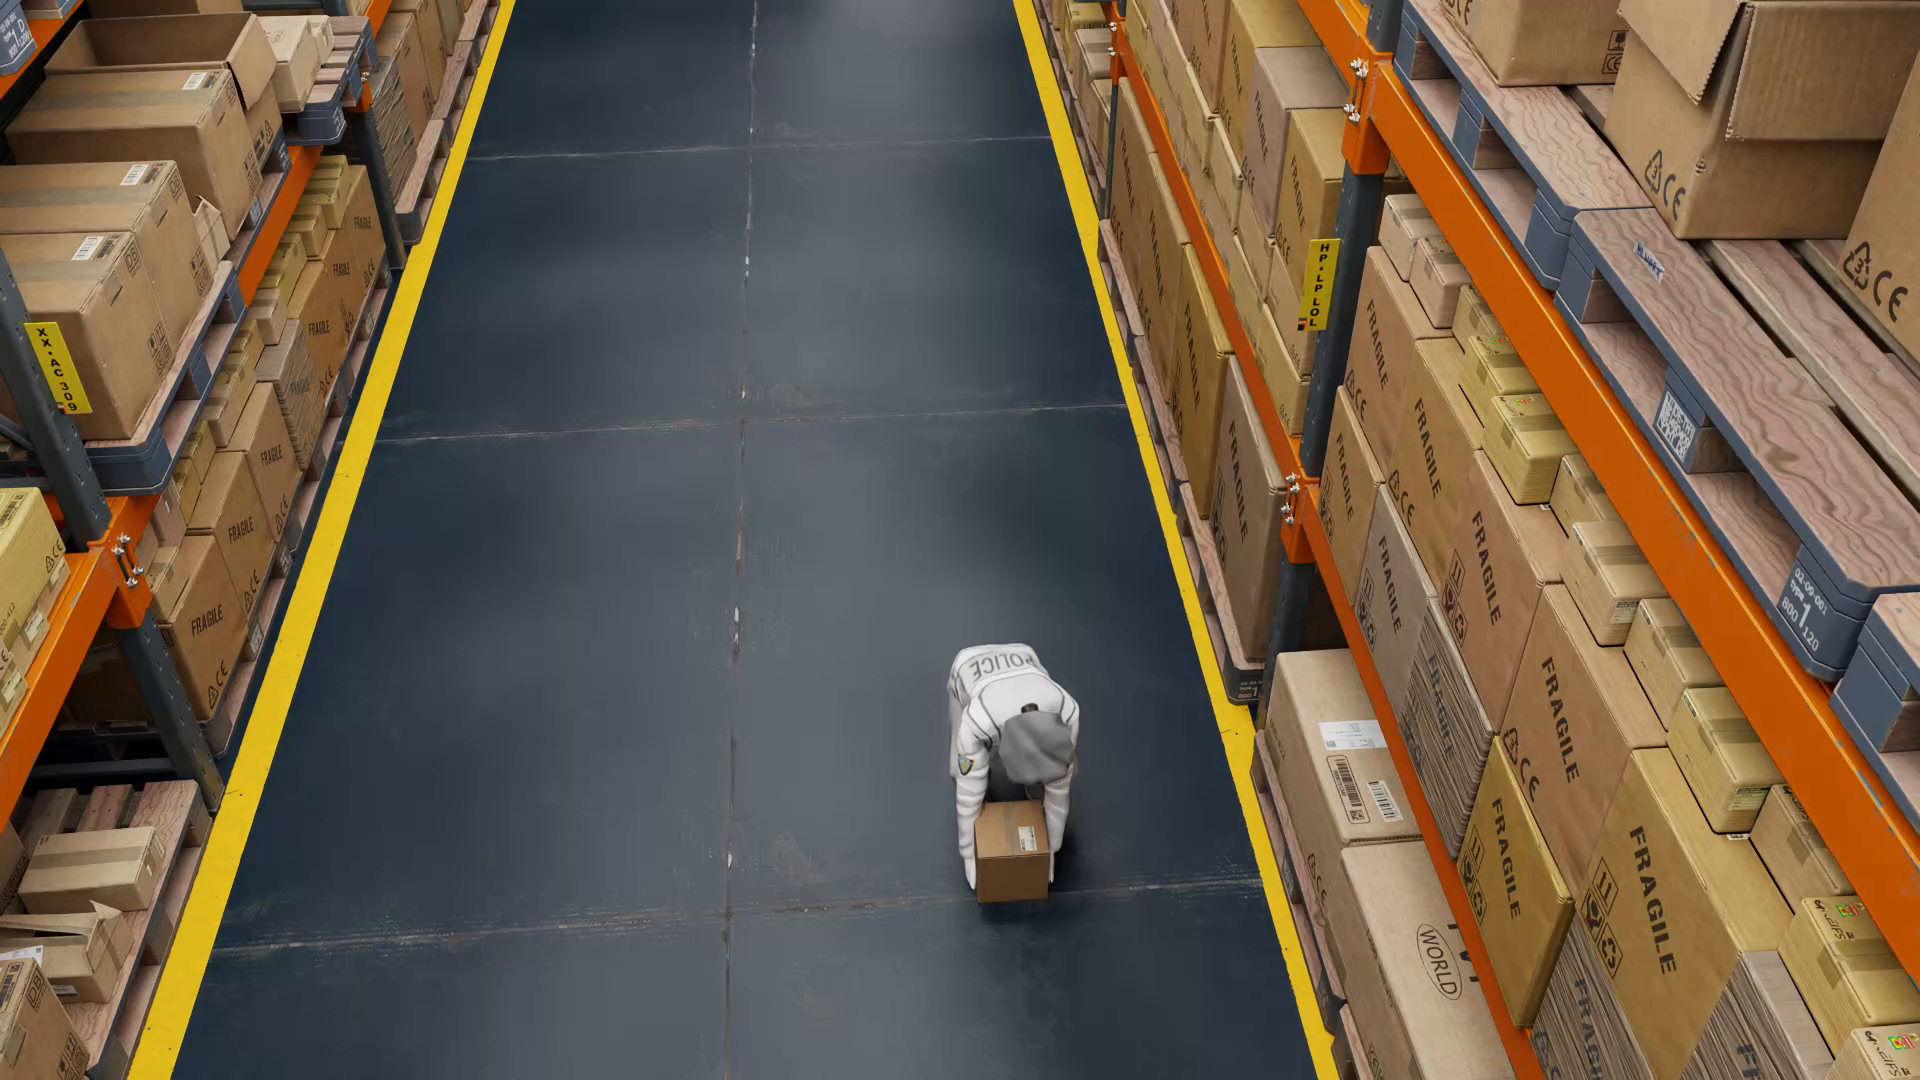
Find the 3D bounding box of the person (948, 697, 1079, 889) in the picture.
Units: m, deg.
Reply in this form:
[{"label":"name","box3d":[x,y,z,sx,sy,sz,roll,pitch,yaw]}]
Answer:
[{"label":"person","box3d":[0.189,0.736,5.976,0.470,0.852,0.861,-3,39,-4]}]
